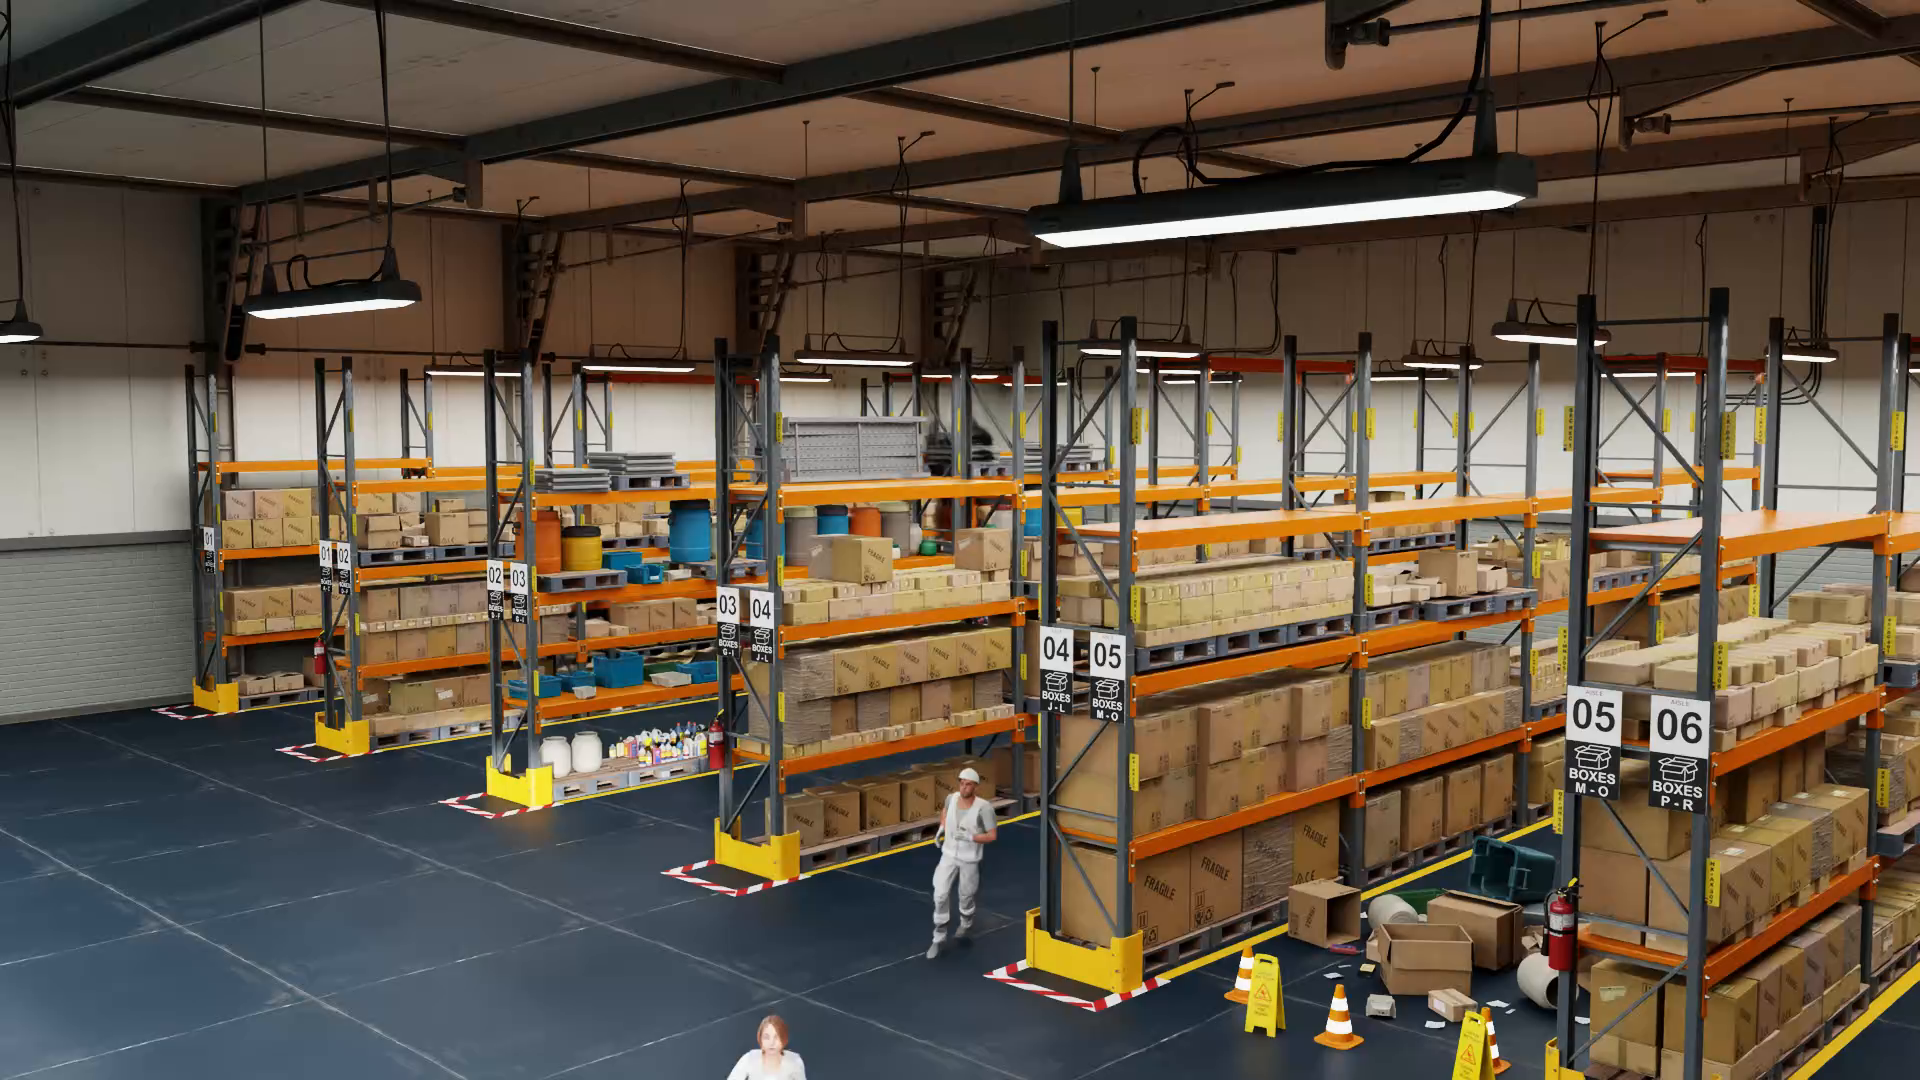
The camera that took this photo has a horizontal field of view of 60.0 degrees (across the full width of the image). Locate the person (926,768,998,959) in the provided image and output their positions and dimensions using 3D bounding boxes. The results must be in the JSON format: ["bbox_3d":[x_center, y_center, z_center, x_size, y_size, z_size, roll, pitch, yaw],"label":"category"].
[{"bbox_3d":[0.082,3.073,15.940,0.657,1.837,0.740,2,5,21],"label":"person"}]

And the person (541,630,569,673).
[{"bbox_3d":[-7.402,1.988,30.237,0.657,1.722,0.609,4,6,42],"label":"person"}]

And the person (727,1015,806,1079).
[{"bbox_3d":[-1.142,3.616,9.923,0.513,1.546,0.611,-1,4,-8],"label":"person"}]
